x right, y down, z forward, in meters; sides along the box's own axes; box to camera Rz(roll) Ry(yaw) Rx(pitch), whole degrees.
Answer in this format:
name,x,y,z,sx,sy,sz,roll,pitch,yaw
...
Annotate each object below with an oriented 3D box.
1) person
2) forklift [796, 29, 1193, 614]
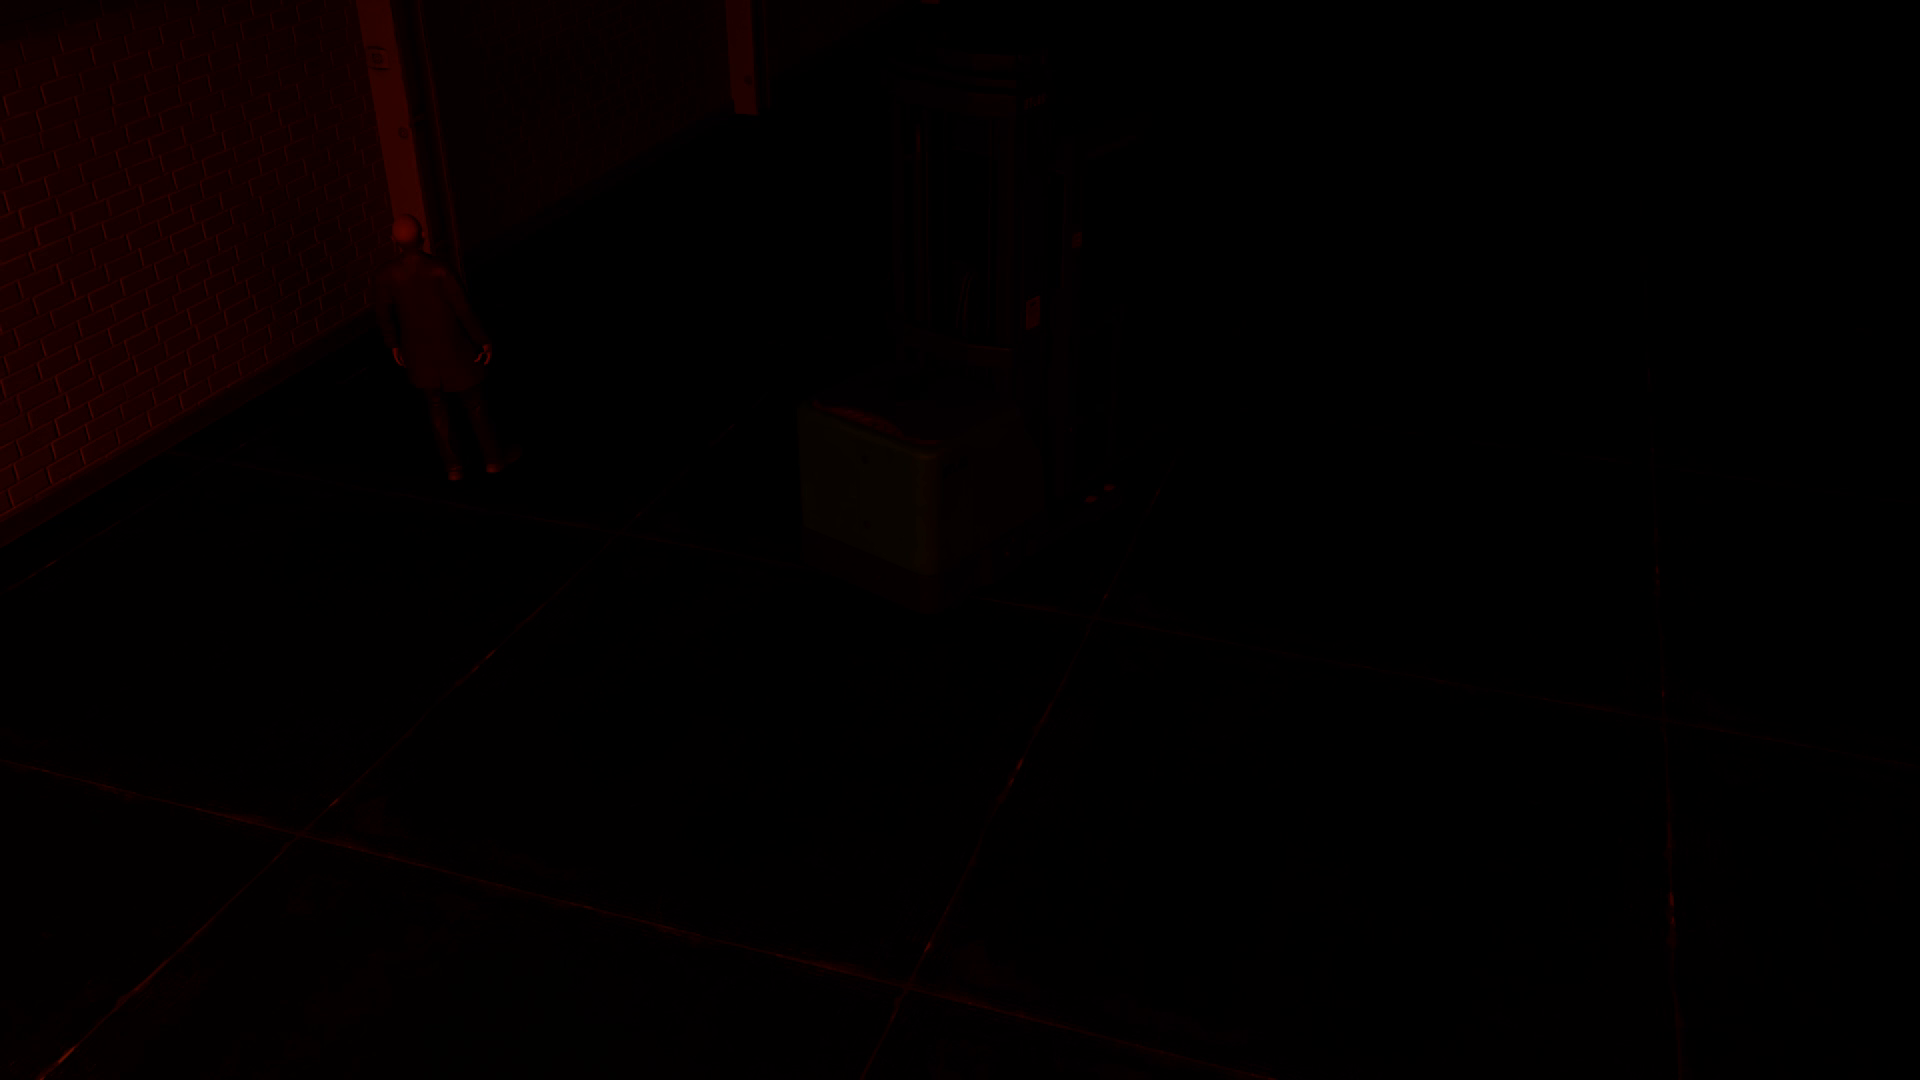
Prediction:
name,x,y,z,sx,sy,sz,roll,pitch,yaw
person,-3.248,-1.240,10.462,0.695,1.776,0.583,2,30,4
forklift,0.379,-1.524,9.809,1.130,2.935,3.031,22,36,33
